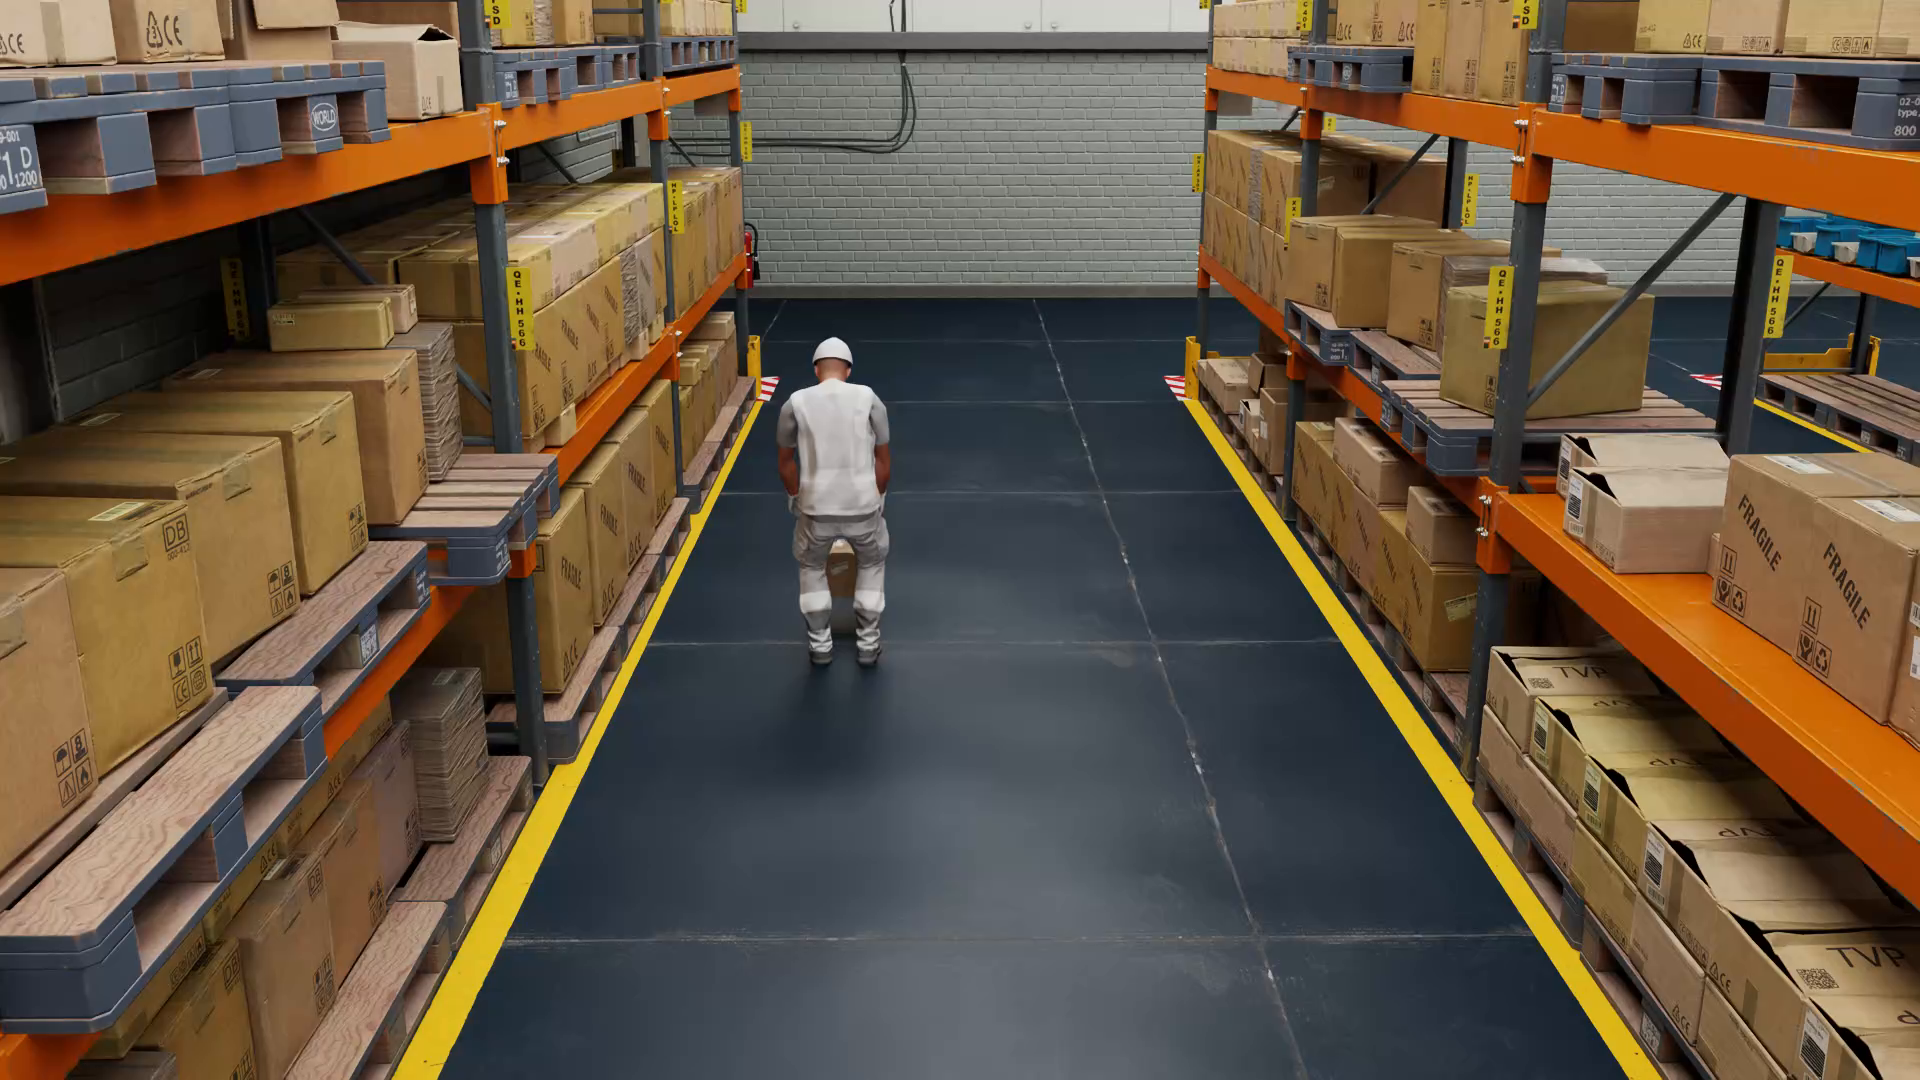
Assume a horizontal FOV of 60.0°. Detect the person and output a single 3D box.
[{"bbox_3d":[-0.634,-0.184,8.390,0.568,1.627,0.602,0,17,0],"label":"person"}]
